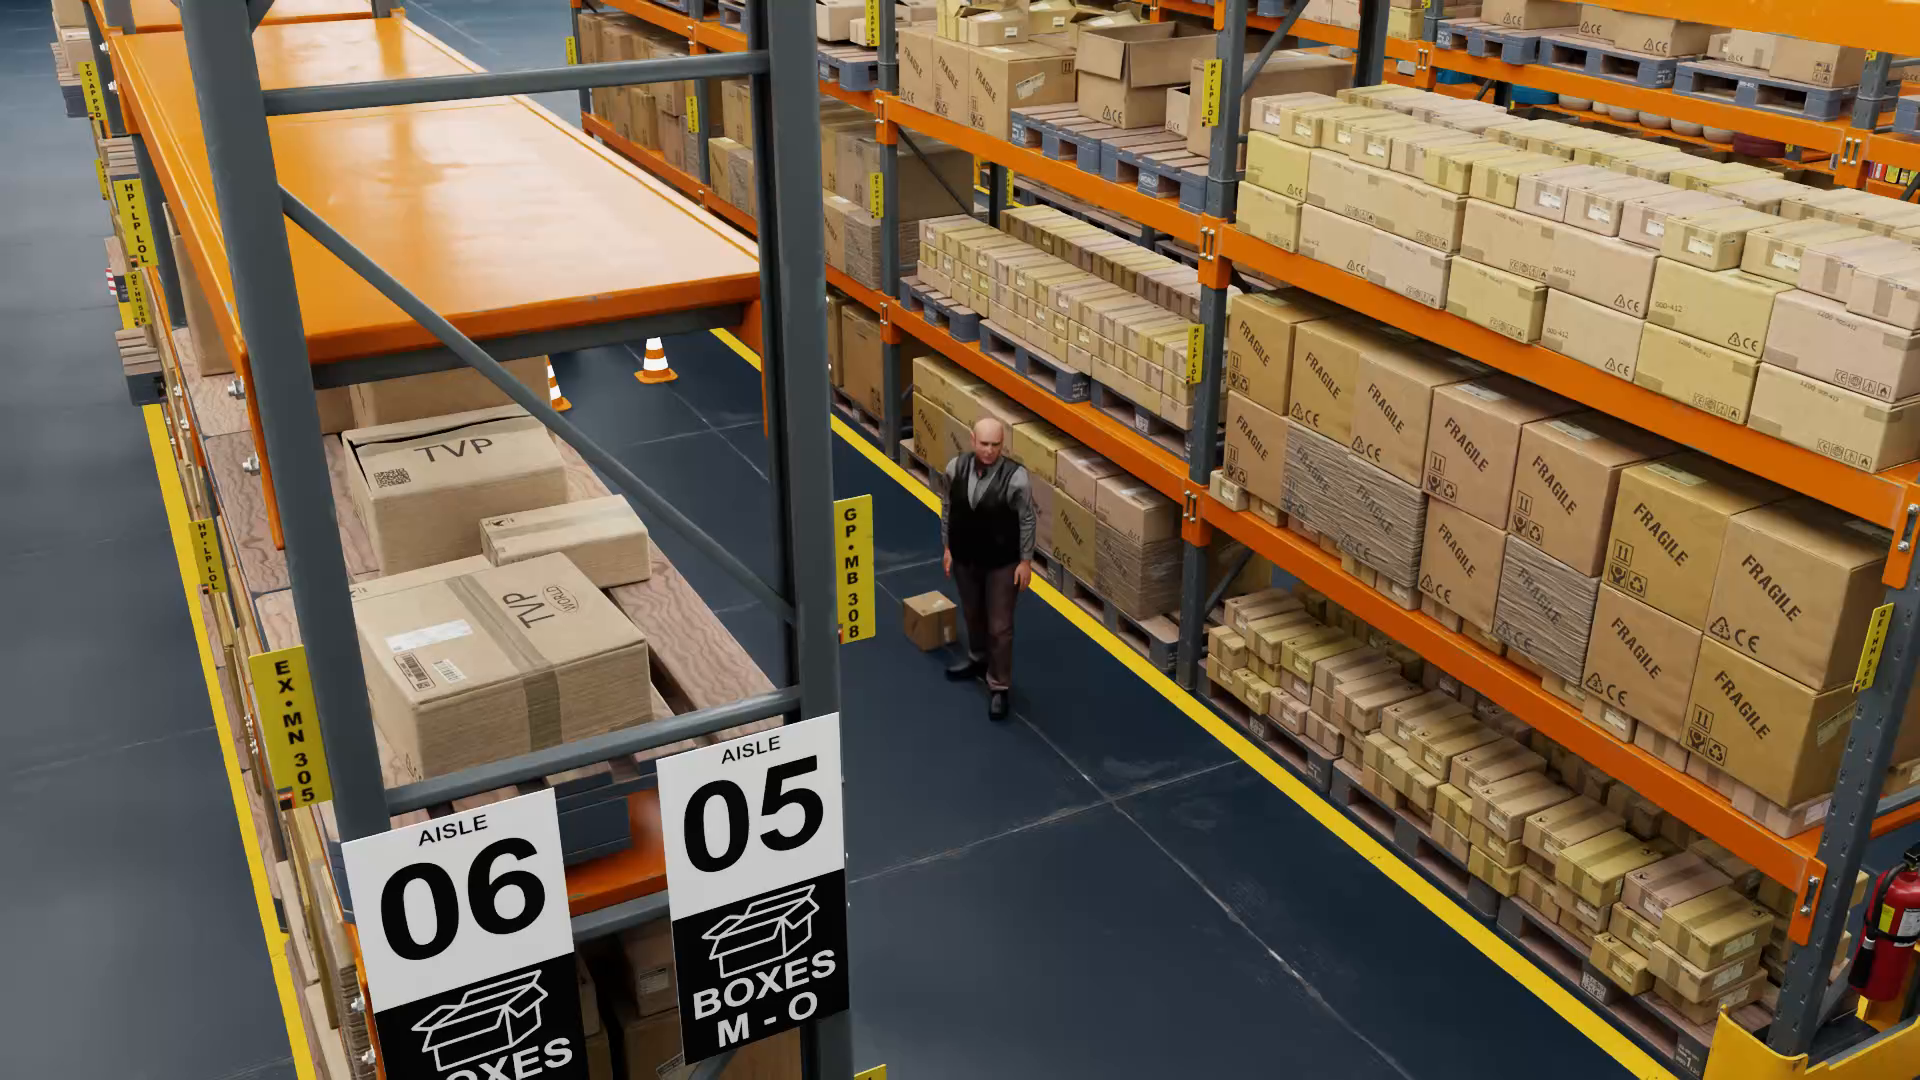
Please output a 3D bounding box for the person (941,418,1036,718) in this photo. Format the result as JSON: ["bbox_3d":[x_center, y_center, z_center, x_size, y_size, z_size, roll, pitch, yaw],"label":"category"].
[{"bbox_3d":[0.137,0.114,9.409,0.566,1.725,0.546,13,28,25],"label":"person"}]
